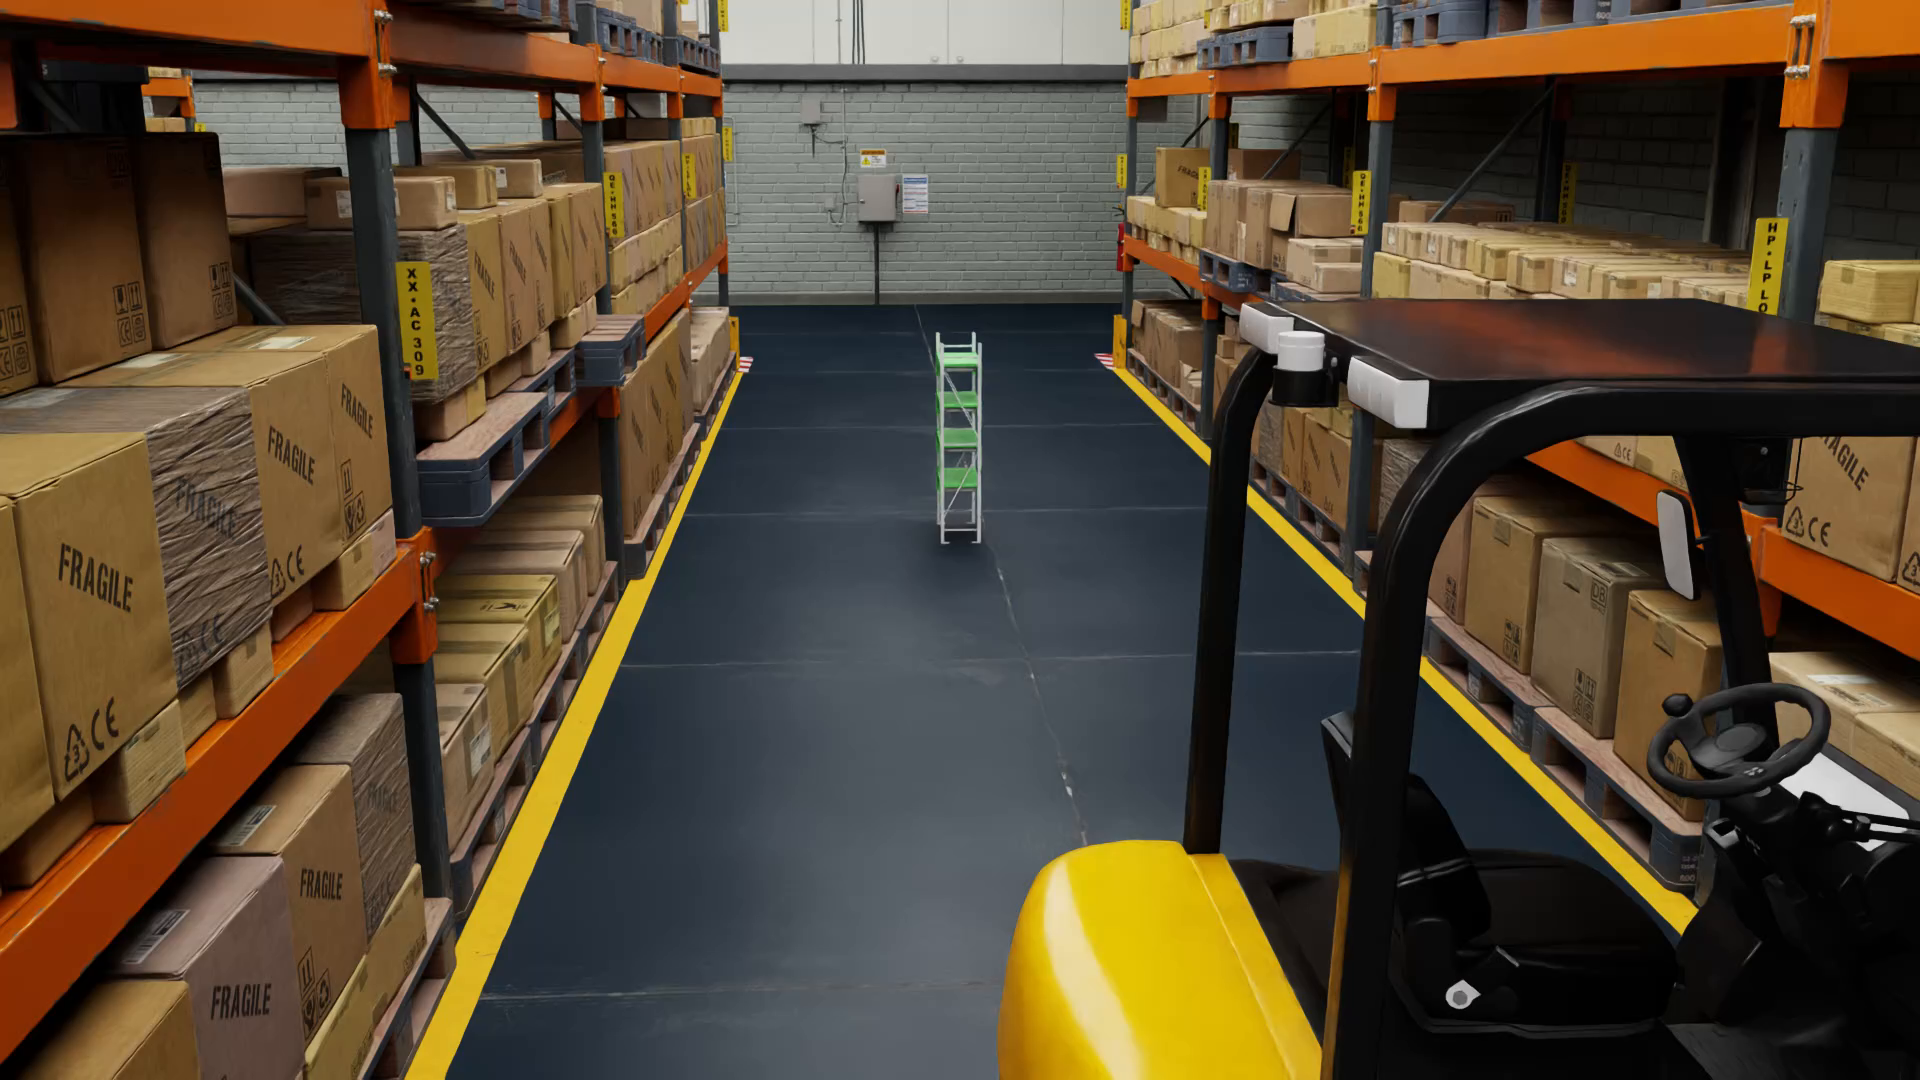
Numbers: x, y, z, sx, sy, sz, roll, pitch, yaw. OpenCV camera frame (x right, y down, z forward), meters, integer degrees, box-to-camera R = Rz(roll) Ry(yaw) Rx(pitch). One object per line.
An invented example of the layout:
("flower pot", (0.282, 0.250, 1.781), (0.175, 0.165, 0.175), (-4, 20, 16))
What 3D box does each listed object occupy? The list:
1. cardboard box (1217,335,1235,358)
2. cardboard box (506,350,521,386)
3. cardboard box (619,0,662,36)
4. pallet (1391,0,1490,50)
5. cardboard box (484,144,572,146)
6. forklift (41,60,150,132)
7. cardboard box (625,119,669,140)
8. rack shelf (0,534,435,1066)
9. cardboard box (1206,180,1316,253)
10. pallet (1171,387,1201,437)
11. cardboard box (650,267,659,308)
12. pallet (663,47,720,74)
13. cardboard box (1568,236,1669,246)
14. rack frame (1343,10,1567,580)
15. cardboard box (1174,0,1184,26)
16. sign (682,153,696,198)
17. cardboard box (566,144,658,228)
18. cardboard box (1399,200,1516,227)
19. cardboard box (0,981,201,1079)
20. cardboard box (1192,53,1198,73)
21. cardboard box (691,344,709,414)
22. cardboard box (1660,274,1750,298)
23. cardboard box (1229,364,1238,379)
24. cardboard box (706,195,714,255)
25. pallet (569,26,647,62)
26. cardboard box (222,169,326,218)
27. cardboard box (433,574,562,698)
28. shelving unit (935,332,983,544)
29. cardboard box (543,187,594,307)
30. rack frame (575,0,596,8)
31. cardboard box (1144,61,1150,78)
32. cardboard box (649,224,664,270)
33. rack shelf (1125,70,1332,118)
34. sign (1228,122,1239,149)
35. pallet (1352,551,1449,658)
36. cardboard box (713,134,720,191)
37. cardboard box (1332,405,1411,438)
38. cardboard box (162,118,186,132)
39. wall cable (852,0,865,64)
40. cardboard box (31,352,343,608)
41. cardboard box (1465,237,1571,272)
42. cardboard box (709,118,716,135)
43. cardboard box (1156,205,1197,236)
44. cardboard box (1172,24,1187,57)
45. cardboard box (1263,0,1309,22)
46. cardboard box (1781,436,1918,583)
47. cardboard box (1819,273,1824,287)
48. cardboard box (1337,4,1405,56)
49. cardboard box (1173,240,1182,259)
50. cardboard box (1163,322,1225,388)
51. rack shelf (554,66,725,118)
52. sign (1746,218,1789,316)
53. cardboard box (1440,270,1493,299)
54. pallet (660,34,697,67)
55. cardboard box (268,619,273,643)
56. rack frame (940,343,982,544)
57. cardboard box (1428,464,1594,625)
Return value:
("cardboard box", (2.152, -1.464, 12.567), (0.380, 0.149, 0.250), (0, 14, -1))
("cardboard box", (-1.870, -0.665, 6.251), (0.380, 0.149, 0.250), (-1, 14, -3))
("cardboard box", (-2.294, -3.569, 11.195), (0.500, 0.311, 0.500), (-1, 14, -3))
("pallet", (2.775, -2.449, 7.884), (1.213, 0.211, 1.003), (0, 14, -1))
("cardboard box", (-2.692, -2.212, 10.396), (0.500, 0.500, 0.500), (-1, 14, -4))
("forklift", (-5.657, -1.494, 9.952), (3.031, 2.935, 1.130), (1, 14, 3))
("cardboard box", (-2.319, -3.102, 12.553), (0.380, 0.149, 0.250), (-1, 14, -4))
("rack shelf", (-1.939, 0.663, 2.873), (1.077, 0.370, 4.000), (-1, 14, -3))
("cardboard box", (2.203, -2.378, 12.205), (0.700, 0.500, 0.500), (-1, 14, -2))
("pallet", (2.354, -1.070, 13.763), (1.003, 0.211, 1.213), (-1, 14, -3))
("cardboard box", (-2.200, -1.611, 10.570), (0.500, 0.250, 0.500), (-1, 14, -3))
("pallet", (-2.750, -4.393, 15.237), (1.003, 0.211, 1.213), (-1, 14, -3))
("cardboard box", (2.972, -1.285, 7.499), (0.380, 0.149, 0.250), (-1, 14, -4))
("rack frame", (2.644, -1.255, 8.885), (1.000, 3.000, 0.127), (-1, 14, -3))
("cardboard box", (2.061, -4.390, 13.751), (0.500, 0.250, 0.500), (-1, 14, -2))
("sign", (-2.017, -2.706, 12.357), (0.100, 0.325, 0.005), (-1, 14, -3))
("cardboard box", (-2.182, -2.214, 10.406), (0.500, 0.500, 0.500), (-1, 14, -3))
("cardboard box", (2.768, -1.637, 9.327), (0.500, 0.500, 0.500), (0, 14, -1))
("cardboard box", (-1.650, 1.111, 2.857), (0.500, 0.500, 0.500), (-1, 14, -2))
("cardboard box", (2.059, -3.794, 13.235), (0.380, 0.149, 0.250), (0, 14, -2))
("cardboard box", (-2.490, -1.293, 13.330), (0.875, 0.438, 0.875), (-1, 14, -4))
("cardboard box", (2.652, -0.830, 5.730), (0.380, 0.149, 0.250), (-1, 14, -3))
("cardboard box", (2.244, -0.987, 12.015), (0.500, 0.500, 0.500), (-1, 14, -4))
("cardboard box", (-2.409, -2.719, 14.372), (0.500, 0.500, 0.500), (0, 14, -2))
("pallet", (-2.475, -2.976, 9.933), (1.003, 0.211, 1.213), (0, 14, -1))
("cardboard box", (-2.372, -1.175, 5.632), (0.380, 0.149, 0.250), (-1, 14, -5))
("cardboard box", (-2.190, 0.404, 6.866), (0.950, 0.372, 0.625), (0, 14, -2))
("shelving unit", (-0.010, -0.622, 10.037), (0.258, 1.200, 0.503), (-1, 14, -3))
("cardboard box", (-1.962, -1.336, 7.560), (0.500, 0.500, 0.500), (-1, 14, -4))
("rack frame", (-2.310, -4.083, 7.836), (1.000, 3.000, 0.127), (-1, 14, -3))
("cardboard box", (1.890, -4.300, 15.205), (0.380, 0.149, 0.250), (-1, 14, -2))
("cardboard box", (-2.163, -1.856, 10.518), (0.500, 0.250, 0.500), (-1, 14, -2))
("rack shelf", (2.272, -3.852, 14.400), (1.077, 0.370, 4.000), (-1, 14, -3))
("sign", (2.703, -3.962, 16.448), (0.100, 0.325, 0.005), (-1, 14, -3))
("pallet", (2.656, 0.301, 8.434), (1.003, 0.211, 1.213), (-1, 14, -3))
("cardboard box", (-2.477, -3.454, 15.224), (0.500, 0.500, 0.500), (-1, 14, -3))
("cardboard box", (2.360, -0.681, 9.525), (0.380, 0.149, 0.250), (-2, 15, -6))
("cardboard box", (-7.464, -3.632, 15.320), (0.500, 0.500, 0.500), (-1, 14, -5))
("wall cable", (0.094, -7.546, 21.219), (2.988, 3.039, 0.133), (-1, 14, -3))
("cardboard box", (-1.748, -0.141, 3.756), (0.500, 0.500, 0.500), (0, 14, -2))
("cardboard box", (2.503, -1.277, 7.468), (0.380, 0.149, 0.250), (-1, 14, -3))
("cardboard box", (-2.444, -3.802, 15.275), (0.380, 0.149, 0.250), (-1, 14, -4))
("cardboard box", (2.026, -2.821, 14.674), (0.500, 0.250, 0.500), (-1, 14, -5))
("cardboard box", (2.053, -4.147, 13.808), (0.500, 0.250, 0.500), (-1, 14, -2))
("cardboard box", (2.138, -3.370, 10.547), (0.380, 0.149, 0.250), (-1, 14, -2))
("cardboard box", (2.658, -0.194, 4.561), (0.500, 0.500, 0.500), (-1, 14, -5))
("cardboard box", (3.105, -0.843, 5.782), (0.380, 0.149, 0.250), (-1, 14, -4))
("cardboard box", (2.370, -2.759, 9.011), (0.500, 0.250, 0.500), (-1, 14, -5))
("cardboard box", (2.013, -2.461, 14.076), (0.380, 0.149, 0.250), (-1, 14, -4))
("cardboard box", (2.170, -1.613, 14.448), (0.700, 0.500, 0.500), (-1, 14, -6))
("rack shelf", (-2.682, -3.774, 14.099), (1.077, 0.370, 4.000), (-1, 14, -3))
("sign", (2.351, -0.772, 4.842), (0.100, 0.325, 0.005), (-1, 14, -3))
("cardboard box", (2.472, -1.056, 7.407), (0.500, 0.250, 0.500), (-1, 14, -5))
("pallet", (-2.598, -3.786, 12.879), (1.003, 0.211, 1.213), (-1, 14, -3))
("cardboard box", (-1.776, 0.204, 3.717), (0.380, 0.149, 0.250), (-1, 14, -4))
("rack frame", (0.005, -0.562, 9.801), (0.240, 1.200, 0.015), (-1, 14, -3))
("cardboard box", (2.717, 0.009, 7.894), (0.875, 0.625, 0.625), (0, 14, -2))
